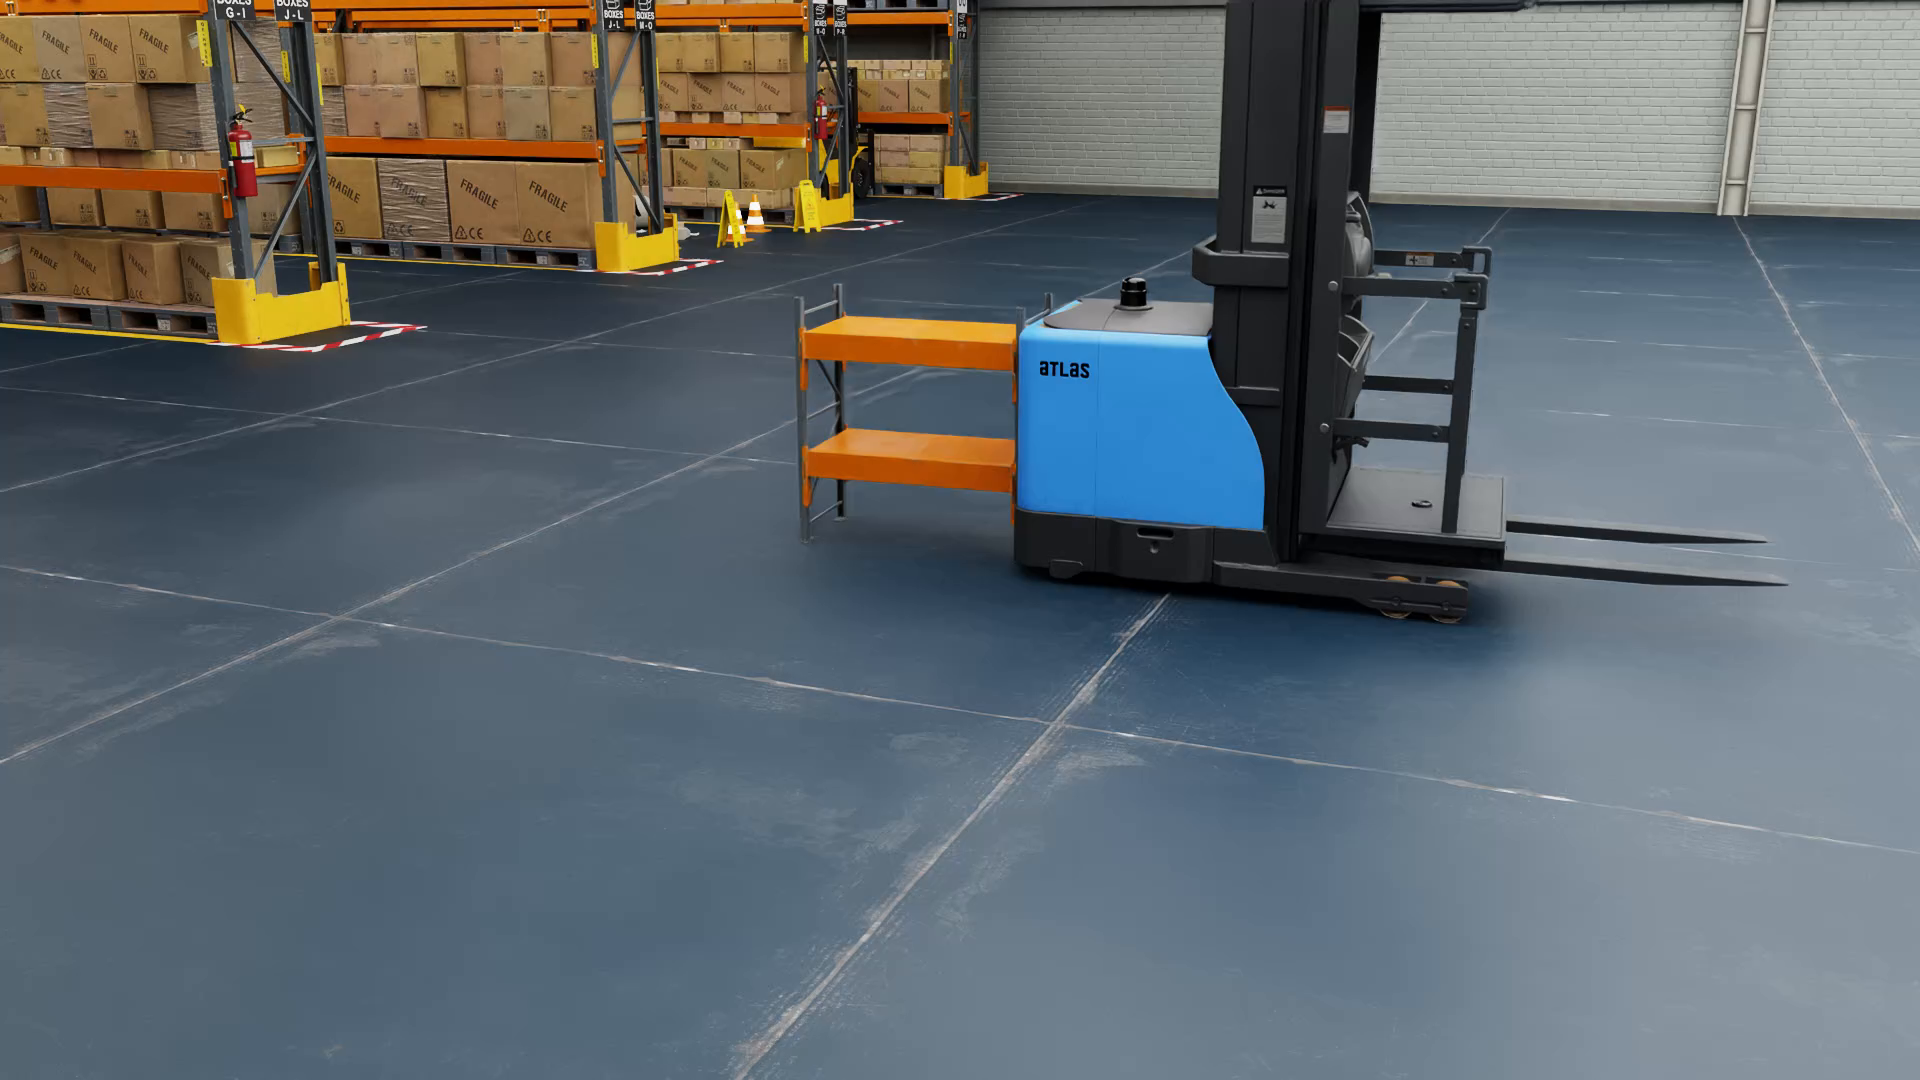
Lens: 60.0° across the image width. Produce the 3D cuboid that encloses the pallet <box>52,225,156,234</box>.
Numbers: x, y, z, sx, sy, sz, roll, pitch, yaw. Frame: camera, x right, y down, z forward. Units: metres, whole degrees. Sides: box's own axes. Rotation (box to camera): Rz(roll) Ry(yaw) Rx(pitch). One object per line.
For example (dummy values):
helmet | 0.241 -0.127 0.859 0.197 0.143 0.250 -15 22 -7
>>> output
pallet | -10.197 -3.767 20.271 1.213 0.211 1.003 6 17 21

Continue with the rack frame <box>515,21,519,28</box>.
rack frame | -7.363 -7.788 29.120 0.127 3.000 1.000 6 17 21

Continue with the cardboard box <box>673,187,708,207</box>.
cardboard box | -3.557 -4.683 22.604 0.500 0.250 0.500 6 17 19

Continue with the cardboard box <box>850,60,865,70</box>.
cardboard box | -1.555 -7.559 26.454 0.250 0.149 0.380 7 17 22

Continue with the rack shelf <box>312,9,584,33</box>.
rack shelf | -7.320 -7.391 23.662 4.000 0.370 1.077 6 17 21

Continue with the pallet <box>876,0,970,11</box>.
pallet | -0.569 -8.447 26.168 1.213 0.211 1.003 6 17 21

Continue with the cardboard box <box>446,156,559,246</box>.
cardboard box | -4.935 -3.711 18.134 0.875 0.875 0.875 6 17 20

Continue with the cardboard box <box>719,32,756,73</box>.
cardboard box | -2.762 -6.402 21.841 0.500 0.500 0.700 6 17 21

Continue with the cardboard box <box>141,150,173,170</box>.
cardboard box | -6.199 -3.005 13.094 0.250 0.149 0.380 6 17 21

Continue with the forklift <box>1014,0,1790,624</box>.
forklift | 1.805 -1.245 6.705 3.031 2.935 1.130 5 17 17

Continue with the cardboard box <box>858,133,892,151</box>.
cardboard box | -1.414 -6.397 26.714 0.500 0.250 0.500 7 17 21

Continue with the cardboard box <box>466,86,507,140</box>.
cardboard box | -4.817 -4.627 17.961 0.550 0.550 0.875 6 17 21

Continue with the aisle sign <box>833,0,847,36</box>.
aisle sign | -1.567 -7.005 21.758 0.004 0.787 0.394 6 17 21

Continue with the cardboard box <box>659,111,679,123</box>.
cardboard box | -3.853 -5.703 22.390 0.250 0.149 0.380 6 17 20

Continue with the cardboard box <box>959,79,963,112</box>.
cardboard box | -0.280 -7.140 26.710 0.500 0.500 0.500 7 18 22

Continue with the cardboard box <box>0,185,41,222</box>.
cardboard box | -11.611 -4.207 20.515 0.500 0.500 0.500 6 17 20

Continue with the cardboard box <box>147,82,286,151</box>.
cardboard box | -5.876 -3.366 13.175 0.500 0.500 0.875 6 17 21

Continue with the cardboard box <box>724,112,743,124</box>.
cardboard box | -2.922 -5.592 22.005 0.250 0.149 0.380 7 17 22

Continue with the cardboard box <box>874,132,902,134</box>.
cardboard box | -1.226 -6.533 27.184 0.500 0.250 0.500 6 17 20

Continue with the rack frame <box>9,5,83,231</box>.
rack frame | -10.903 -5.206 20.227 0.127 3.000 1.000 6 17 21

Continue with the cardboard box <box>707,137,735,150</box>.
cardboard box | -3.178 -5.296 22.206 0.250 0.149 0.380 7 17 22

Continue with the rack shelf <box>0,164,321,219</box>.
rack shelf | -7.235 -2.971 13.817 4.000 0.370 1.077 6 17 21

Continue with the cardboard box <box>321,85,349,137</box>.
cardboard box | -6.834 -4.834 18.677 0.550 0.550 0.875 6 17 21

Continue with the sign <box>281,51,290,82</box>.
sign | -7.372 -5.173 18.179 0.005 0.325 0.100 6 17 21

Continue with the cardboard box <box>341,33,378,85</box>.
cardboard box | -6.297 -5.315 18.395 0.550 0.550 0.875 6 17 21

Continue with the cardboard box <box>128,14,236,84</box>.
cardboard box | -5.977 -3.775 12.791 0.500 0.500 0.500 6 17 21

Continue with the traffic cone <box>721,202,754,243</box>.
traffic cone | -2.703 -3.850 20.107 0.334 0.463 0.336 6 17 21

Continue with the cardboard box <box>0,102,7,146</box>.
cardboard box | -7.745 -3.565 13.859 0.500 0.500 0.875 6 17 21

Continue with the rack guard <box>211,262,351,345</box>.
rack guard | -5.445 -1.919 13.388 0.348 0.500 1.175 6 17 21

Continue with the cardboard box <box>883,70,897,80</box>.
cardboard box | -1.040 -7.381 26.376 0.250 0.149 0.380 6 17 20

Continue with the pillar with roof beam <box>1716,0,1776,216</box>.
pillar with roof beam | 9.346 -7.812 18.441 0.400 9.000 9.100 6 17 21

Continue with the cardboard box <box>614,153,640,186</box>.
cardboard box | -4.507 -5.150 22.868 0.500 0.500 0.500 7 18 23

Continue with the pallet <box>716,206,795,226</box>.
pallet | -2.552 -4.443 22.599 1.213 0.211 1.003 6 17 21

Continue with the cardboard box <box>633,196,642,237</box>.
cardboard box | -4.301 -4.006 20.571 0.637 0.503 0.797 -5 17 -18

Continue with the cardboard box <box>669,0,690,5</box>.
cardboard box | -3.618 -7.111 21.860 0.250 0.149 0.380 6 17 20

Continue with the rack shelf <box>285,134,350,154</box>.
rack shelf | -9.042 -4.656 19.622 4.000 0.370 1.077 6 17 21

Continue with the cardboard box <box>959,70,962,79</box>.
cardboard box | -0.141 -7.431 26.548 0.250 0.149 0.380 6 17 19

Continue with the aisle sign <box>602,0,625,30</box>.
aisle sign | -3.505 -5.551 16.753 0.004 0.787 0.394 6 17 21

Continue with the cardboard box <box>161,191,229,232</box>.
cardboard box | -8.688 -4.058 19.554 0.750 0.750 1.050 6 17 21

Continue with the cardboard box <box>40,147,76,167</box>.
cardboard box | -7.149 -3.093 13.398 0.250 0.149 0.380 6 17 21

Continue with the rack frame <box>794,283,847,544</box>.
rack frame | -0.641 -0.590 7.689 0.032 1.125 0.500 5 17 17

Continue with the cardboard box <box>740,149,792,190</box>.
cardboard box | -2.579 -4.938 22.135 0.500 0.500 0.500 6 17 21

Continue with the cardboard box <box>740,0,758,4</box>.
cardboard box | -2.651 -7.019 21.541 0.250 0.149 0.380 7 18 22

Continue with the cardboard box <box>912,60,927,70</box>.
cardboard box | -0.572 -7.471 26.153 0.250 0.149 0.380 6 17 21

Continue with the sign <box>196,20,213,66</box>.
sign | -5.597 -3.678 12.318 0.005 0.325 0.100 6 17 21

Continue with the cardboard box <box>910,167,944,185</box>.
cardboard box | -0.474 -5.817 26.510 0.500 0.250 0.500 6 17 21

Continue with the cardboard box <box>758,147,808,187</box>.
cardboard box | -2.410 -5.080 22.625 0.500 0.500 0.500 6 17 19

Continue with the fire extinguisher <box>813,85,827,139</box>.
fire extinguisher | -1.801 -5.514 21.424 0.183 0.674 0.296 6 17 21

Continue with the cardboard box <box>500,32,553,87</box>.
cardboard box | -4.337 -5.059 17.513 0.550 0.550 0.875 6 17 21

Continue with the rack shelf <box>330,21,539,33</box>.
rack shelf | -9.223 -9.088 29.507 4.000 0.370 1.077 6 17 21

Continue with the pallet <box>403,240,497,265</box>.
pallet | -5.364 -3.235 18.440 1.213 0.211 1.003 6 17 21

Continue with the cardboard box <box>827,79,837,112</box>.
cardboard box | -1.902 -7.156 26.765 0.500 0.500 0.500 6 17 21

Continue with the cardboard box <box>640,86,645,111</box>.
cardboard box | -4.215 -6.065 22.471 0.500 0.500 0.500 6 17 20

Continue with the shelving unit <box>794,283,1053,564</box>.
shelving unit | -0.157 -0.547 7.539 1.048 1.125 0.538 5 17 17

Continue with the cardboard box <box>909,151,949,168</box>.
cardboard box | -0.488 -6.060 26.449 0.500 0.250 0.500 6 17 20

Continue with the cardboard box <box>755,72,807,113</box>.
cardboard box | -2.344 -5.857 21.755 0.500 0.500 0.500 6 17 20

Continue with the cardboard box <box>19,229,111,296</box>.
cardboard box | -7.596 -2.371 14.192 0.500 0.500 0.500 5 17 16

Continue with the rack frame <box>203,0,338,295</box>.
rack frame | -5.375 -3.112 13.012 0.127 3.000 1.000 6 17 21

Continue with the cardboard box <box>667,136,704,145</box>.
cardboard box | -4.850 -6.572 28.438 0.625 0.625 0.875 6 17 20
